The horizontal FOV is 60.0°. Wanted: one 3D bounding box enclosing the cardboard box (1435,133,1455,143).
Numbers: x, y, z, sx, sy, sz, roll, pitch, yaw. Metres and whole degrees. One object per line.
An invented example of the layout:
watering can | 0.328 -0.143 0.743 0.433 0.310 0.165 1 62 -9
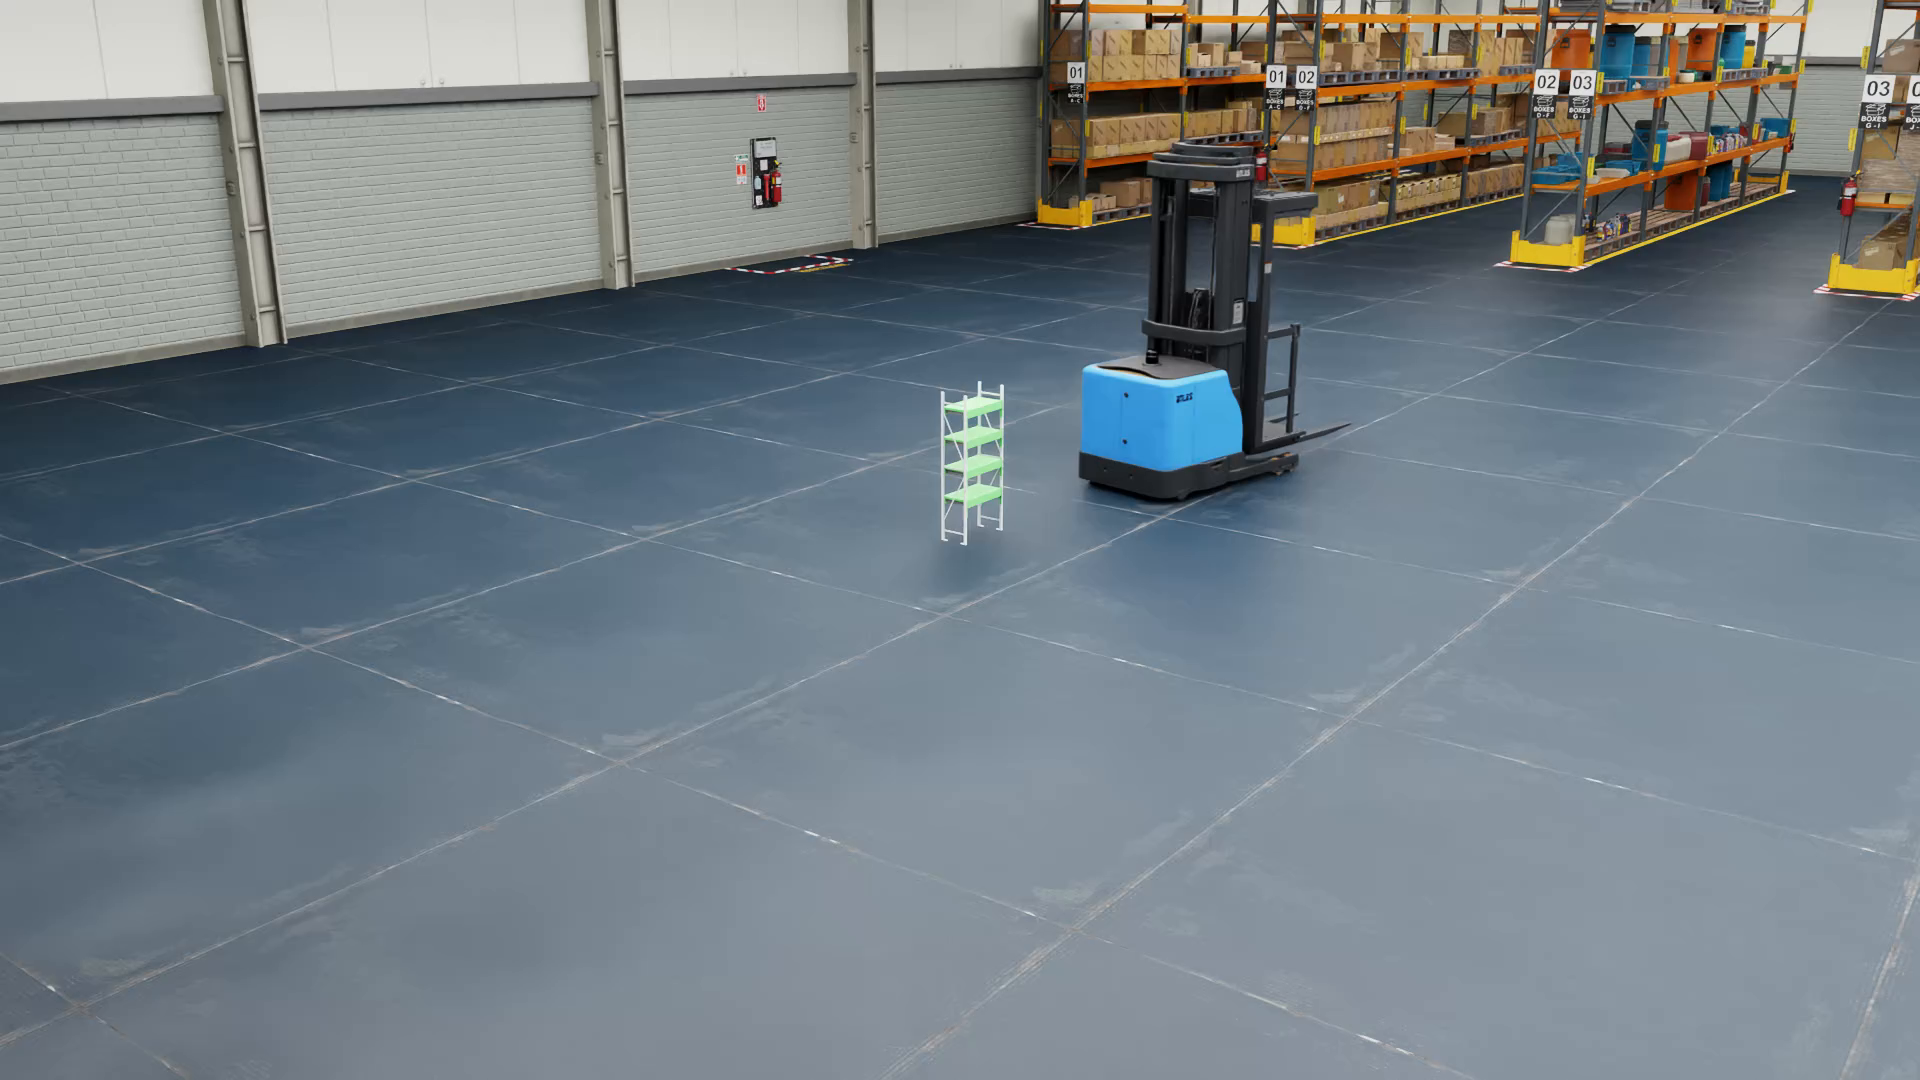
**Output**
cardboard box | 10.601 -8.828 36.763 0.500 0.311 0.500 14 22 38

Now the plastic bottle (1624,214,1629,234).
plastic bottle | 12.293 -5.861 30.784 0.144 0.351 0.185 12 21 33

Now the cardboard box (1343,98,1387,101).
cardboard box | 10.918 -11.574 44.950 0.980 0.700 0.700 12 21 34

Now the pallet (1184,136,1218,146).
pallet | 5.061 -8.936 37.284 1.003 0.211 1.213 12 21 35

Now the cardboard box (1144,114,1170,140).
cardboard box | 4.162 -8.880 35.736 0.500 0.500 0.500 12 21 34

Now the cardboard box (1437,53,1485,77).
cardboard box | 11.085 -10.539 36.898 0.910 0.500 0.500 12 21 35

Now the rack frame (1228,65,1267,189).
rack frame | 6.872 -9.824 39.820 1.000 3.000 0.127 12 21 35

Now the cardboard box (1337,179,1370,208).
cardboard box | 7.766 -6.856 32.928 0.500 0.500 0.500 12 21 35

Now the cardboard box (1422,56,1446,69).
cardboard box | 9.980 -10.130 35.295 0.500 0.250 0.500 12 21 34

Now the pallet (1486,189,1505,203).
pallet | 12.055 -8.078 38.901 1.003 0.211 1.213 12 21 35

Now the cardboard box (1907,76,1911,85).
cardboard box | 14.389 -6.868 24.826 0.380 0.149 0.250 12 21 34

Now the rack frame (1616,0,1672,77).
rack frame | 12.445 -9.985 30.225 1.000 3.000 0.127 12 21 35

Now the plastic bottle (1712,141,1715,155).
plastic bottle | 15.738 -8.197 34.780 0.061 0.283 0.133 12 21 35

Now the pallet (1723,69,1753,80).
pallet | 16.150 -9.893 35.305 1.003 0.211 1.213 12 21 35

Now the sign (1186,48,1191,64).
sign | 4.929 -10.456 35.928 0.100 0.325 0.005 12 21 35

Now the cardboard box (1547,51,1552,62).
cardboard box | 14.022 -11.693 40.191 0.500 0.250 0.500 12 21 35

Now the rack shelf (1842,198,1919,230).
rack shelf | 15.231 -5.425 26.869 1.077 0.370 4.000 12 21 35

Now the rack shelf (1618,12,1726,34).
rack shelf | 13.637 -9.927 31.925 1.077 0.370 4.000 12 21 35

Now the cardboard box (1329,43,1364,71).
cardboard box | 7.295 -9.139 31.444 0.500 0.500 0.500 12 21 35

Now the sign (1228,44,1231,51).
sign | 6.431 -11.641 39.609 0.100 0.325 0.005 12 21 35

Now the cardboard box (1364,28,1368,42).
cardboard box | 10.206 -12.987 43.062 0.500 0.500 0.500 12 21 34

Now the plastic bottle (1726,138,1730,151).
plastic bottle | 16.500 -8.521 35.835 0.152 0.276 0.135 12 21 35

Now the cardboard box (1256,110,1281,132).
cardboard box | 7.367 -10.094 39.985 0.500 0.500 0.500 13 22 36

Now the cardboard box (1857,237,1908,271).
cardboard box | 14.425 -4.445 26.006 0.500 0.500 0.500 -15 23 -40

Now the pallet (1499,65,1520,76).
pallet | 12.175 -10.854 38.398 1.213 0.211 1.003 12 21 35

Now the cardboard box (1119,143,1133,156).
cardboard box | 3.257 -8.163 34.691 0.500 0.250 0.500 12 21 34

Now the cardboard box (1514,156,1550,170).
cardboard box | 14.351 -9.368 41.821 0.797 0.503 0.637 12 21 35

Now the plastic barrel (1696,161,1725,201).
plastic barrel | 16.452 -7.929 36.549 0.600 0.901 0.708 12 21 35

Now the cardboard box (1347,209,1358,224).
cardboard box | 7.479 -6.377 32.648 0.500 0.250 0.500 12 21 35

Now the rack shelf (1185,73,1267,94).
rack shelf | 5.680 -10.436 37.948 1.077 0.370 4.000 12 21 35

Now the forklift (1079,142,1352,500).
forklift | 2.476 -2.090 15.030 3.031 2.935 1.130 -16 23 -41

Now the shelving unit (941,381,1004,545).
shelving unit | 0.099 -0.612 13.193 0.258 1.200 0.503 12 21 35

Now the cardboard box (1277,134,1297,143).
cardboard box | 6.160 -7.526 31.159 0.380 0.149 0.250 12 21 34

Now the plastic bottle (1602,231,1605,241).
plastic bottle | 11.454 -5.443 29.689 0.097 0.201 0.097 0 17 0

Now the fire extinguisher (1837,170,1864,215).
fire extinguisher | 13.601 -5.310 25.414 0.296 0.674 0.183 12 21 35

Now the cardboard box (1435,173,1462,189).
cardboard box | 10.738 -7.936 36.725 0.500 0.311 0.500 13 22 36

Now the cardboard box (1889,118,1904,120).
cardboard box | 15.355 -6.612 27.121 0.500 0.500 0.500 12 21 35

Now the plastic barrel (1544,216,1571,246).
plastic barrel | 10.392 -5.350 28.902 0.421 0.512 0.421 0 17 0

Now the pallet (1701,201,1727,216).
pallet | 15.992 -7.226 36.156 1.003 0.211 1.213 12 21 35

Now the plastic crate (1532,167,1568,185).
plastic crate | 10.120 -6.269 28.623 0.499 0.251 0.616 12 21 35

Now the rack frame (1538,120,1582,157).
rack frame | 15.619 -10.855 43.140 1.000 3.000 0.127 12 21 35

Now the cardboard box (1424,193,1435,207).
cardboard box | 9.824 -7.303 35.630 0.500 0.250 0.500 13 21 36

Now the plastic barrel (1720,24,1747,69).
plastic barrel | 16.318 -10.465 35.273 0.600 0.901 0.708 12 21 35

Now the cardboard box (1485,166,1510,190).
cardboard box | 12.572 -8.515 39.077 0.500 0.500 0.500 13 21 35

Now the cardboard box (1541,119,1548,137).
cardboard box | 14.061 -10.145 40.688 0.500 0.500 0.500 13 21 36

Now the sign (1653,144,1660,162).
sign | 12.880 -7.153 30.752 0.100 0.325 0.005 12 21 35

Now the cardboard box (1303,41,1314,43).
cardboard box | 8.363 -12.133 41.287 0.700 0.500 0.500 12 21 34

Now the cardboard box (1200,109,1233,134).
cardboard box | 5.875 -9.667 38.406 0.700 0.500 0.500 12 21 35

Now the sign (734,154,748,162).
sign | -3.653 -6.383 27.787 0.001 0.109 0.331 12 21 35

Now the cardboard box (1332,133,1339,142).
cardboard box | 6.950 -7.639 31.523 0.380 0.149 0.250 12 21 34

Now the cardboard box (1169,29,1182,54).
cardboard box | 4.408 -10.671 35.603 0.500 0.500 0.500 10 20 30

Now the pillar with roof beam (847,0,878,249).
pillar with roof beam | 1.710 -8.913 26.772 9.100 9.000 0.400 12 21 35
